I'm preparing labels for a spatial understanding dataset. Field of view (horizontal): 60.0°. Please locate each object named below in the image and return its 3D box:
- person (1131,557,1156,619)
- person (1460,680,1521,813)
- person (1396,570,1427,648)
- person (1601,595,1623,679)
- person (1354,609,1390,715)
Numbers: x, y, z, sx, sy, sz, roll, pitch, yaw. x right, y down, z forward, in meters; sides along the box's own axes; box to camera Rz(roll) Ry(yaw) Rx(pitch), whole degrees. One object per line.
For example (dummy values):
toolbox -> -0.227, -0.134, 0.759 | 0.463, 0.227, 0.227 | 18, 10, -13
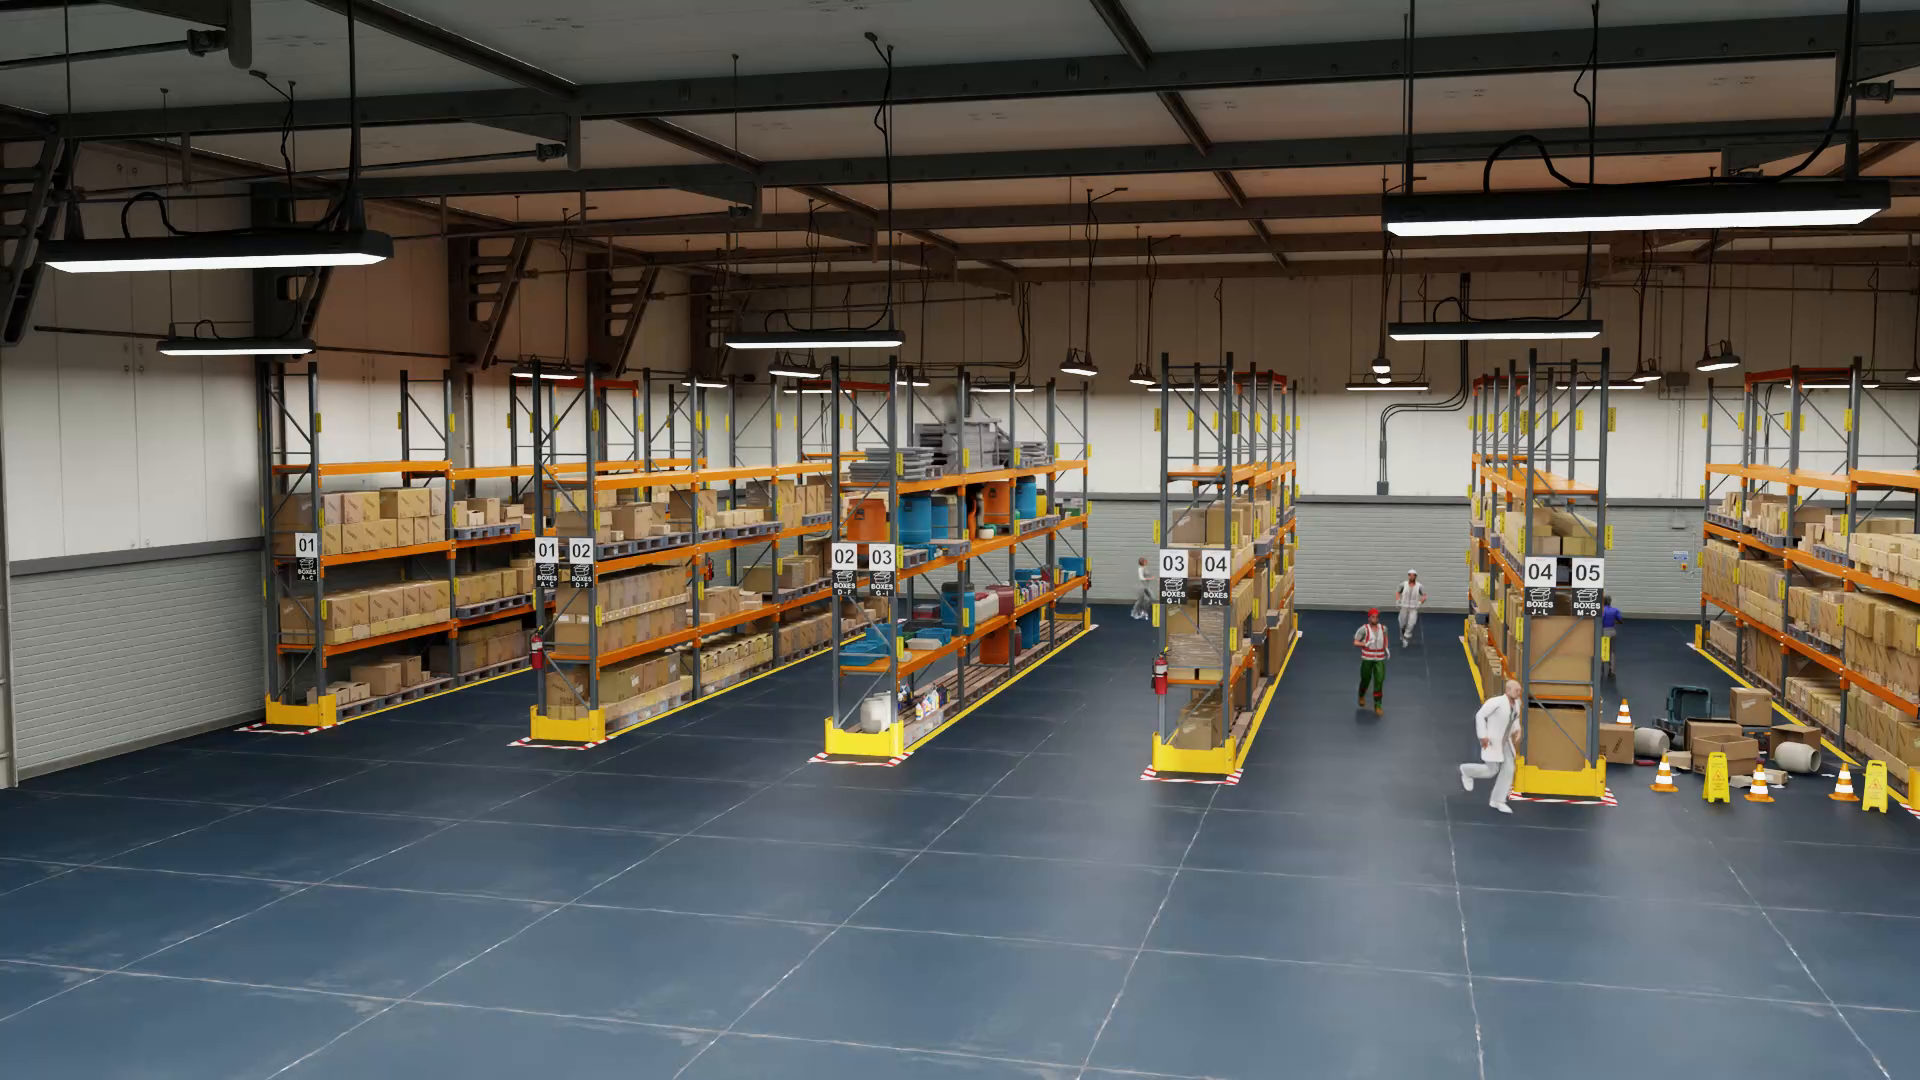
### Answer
person -> 4.674, 1.229, 42.277 | 0.667, 1.604, 0.509 | 3, 5, 33
person -> 6.933, 2.644, 21.713 | 0.713, 1.727, 0.905 | -3, 5, -36
person -> 10.083, 1.526, 37.178 | 0.681, 1.740, 0.612 | 1, 4, 20
person -> 12.594, 1.913, 32.296 | 0.559, 1.679, 0.860 | 0, 4, 5
person -> 7.092, 2.064, 28.640 | 0.672, 1.781, 0.961 | 0, 4, -3
